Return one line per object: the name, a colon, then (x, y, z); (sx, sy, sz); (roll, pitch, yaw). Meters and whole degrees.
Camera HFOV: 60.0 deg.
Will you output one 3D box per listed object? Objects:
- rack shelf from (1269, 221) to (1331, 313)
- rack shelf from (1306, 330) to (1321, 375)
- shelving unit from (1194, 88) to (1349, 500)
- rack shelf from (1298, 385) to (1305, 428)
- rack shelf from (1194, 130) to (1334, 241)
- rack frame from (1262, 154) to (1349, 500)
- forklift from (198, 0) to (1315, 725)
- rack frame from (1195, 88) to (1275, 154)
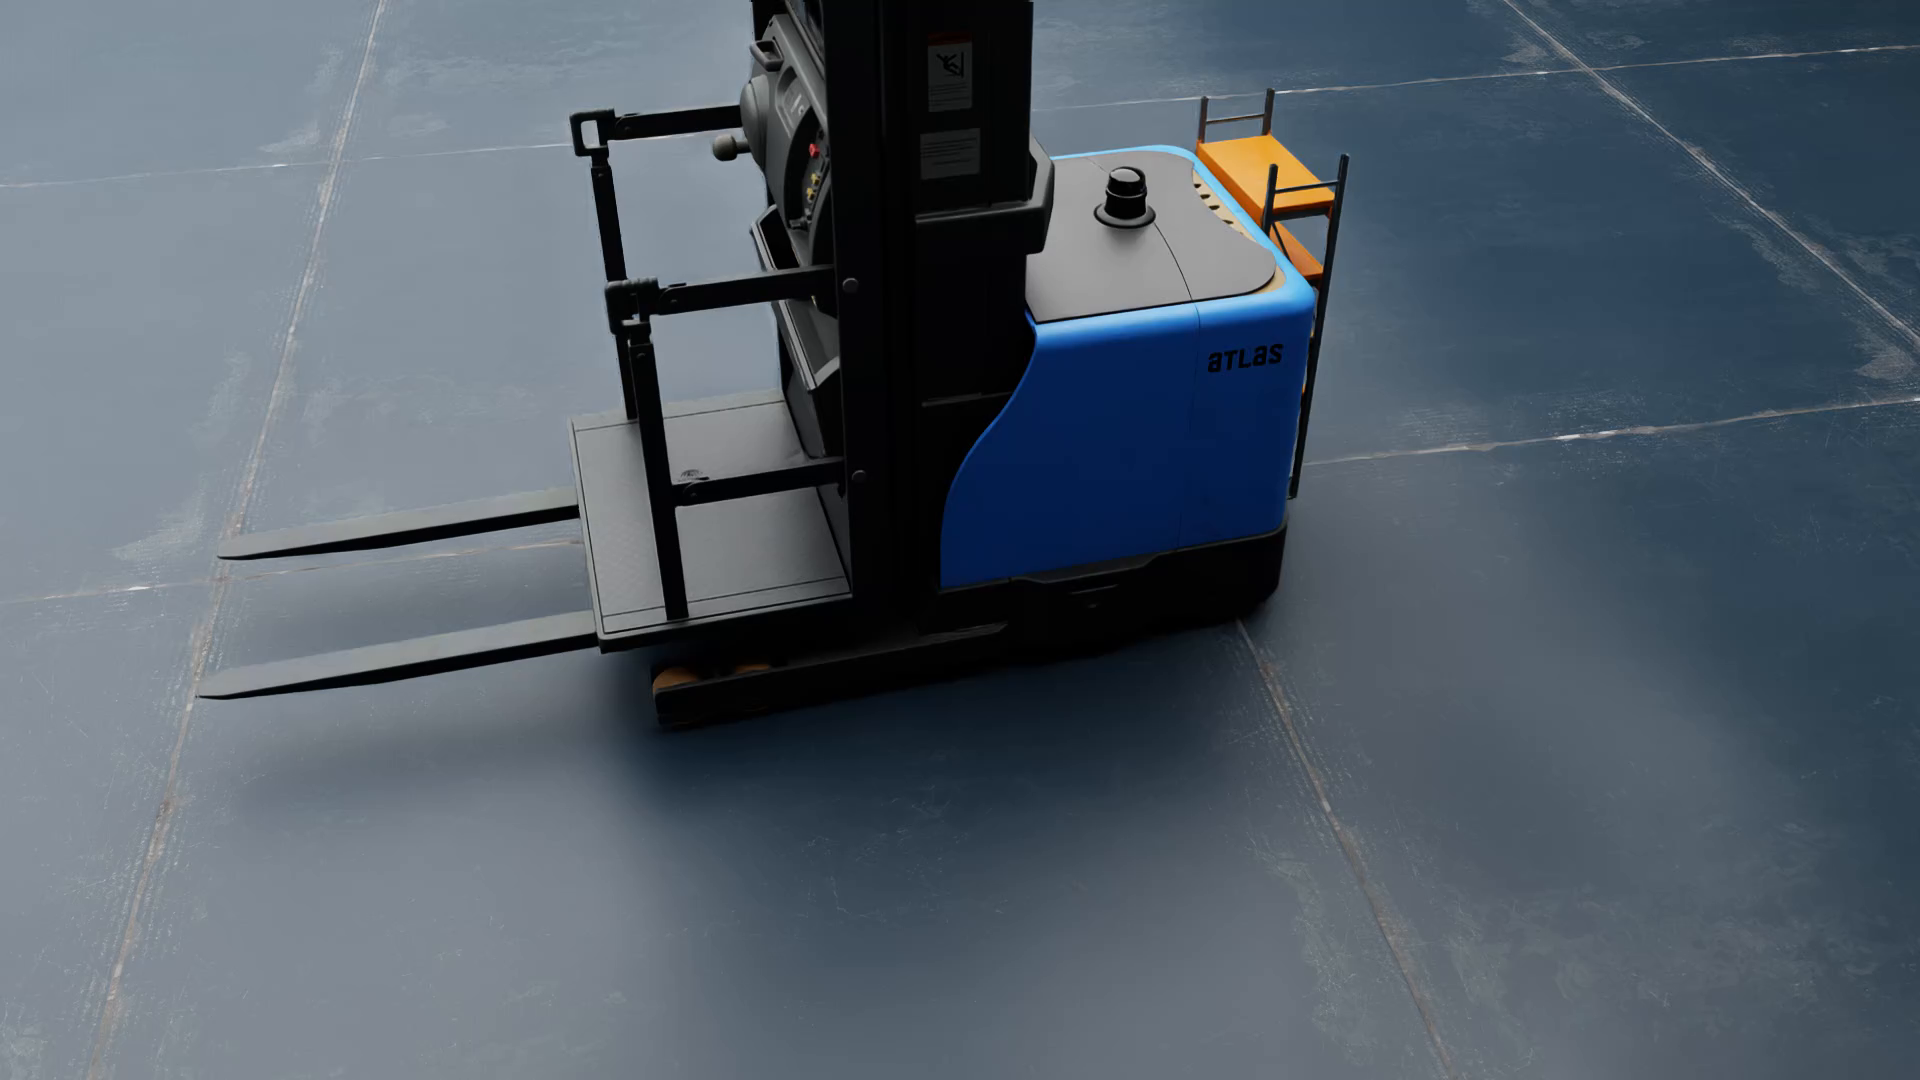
rack shelf: (0.912, -0.860, 5.124); (0.258, 0.148, 0.480); (-10, 39, -13)
rack shelf: (0.912, -0.684, 5.262); (0.258, 0.148, 0.480); (-10, 39, -13)
shelving unit: (0.912, -0.737, 5.220); (0.258, 1.200, 0.503); (-10, 39, -13)
rack shelf: (0.912, -0.527, 5.383); (0.258, 0.148, 0.480); (-10, 39, -13)
rack shelf: (0.912, -1.047, 4.979); (0.258, 0.148, 0.480); (-10, 39, -13)
rack frame: (0.982, -0.593, 5.036); (0.240, 1.200, 0.015); (-10, 39, -13)
forklift: (-0.621, -1.009, 4.160); (3.031, 2.935, 1.130); (-9, 39, -12)
rack frame: (0.841, -0.880, 5.405); (0.240, 1.200, 0.015); (-10, 39, -13)
